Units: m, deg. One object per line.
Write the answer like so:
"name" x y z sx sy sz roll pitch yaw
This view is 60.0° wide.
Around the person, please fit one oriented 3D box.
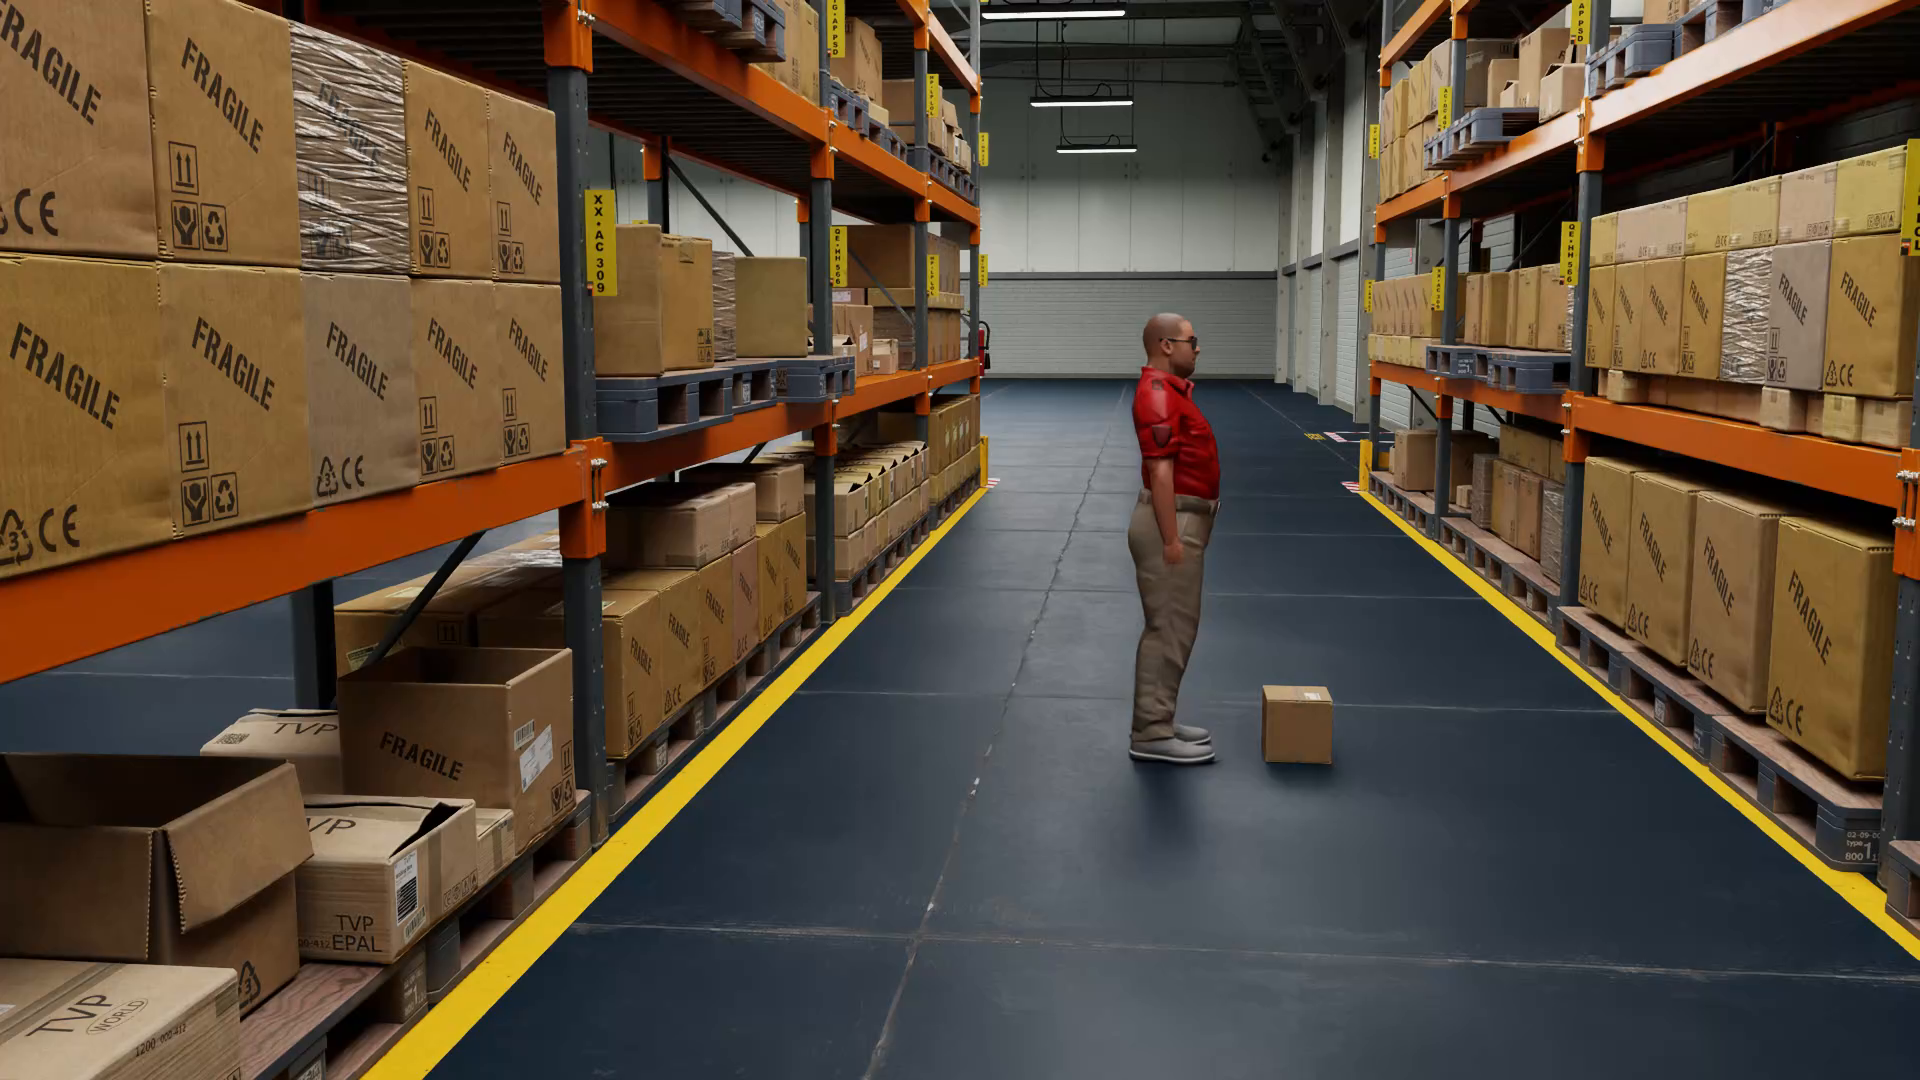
"person" 0.840 -0.014 6.495 0.361 1.730 0.528 1 8 8
